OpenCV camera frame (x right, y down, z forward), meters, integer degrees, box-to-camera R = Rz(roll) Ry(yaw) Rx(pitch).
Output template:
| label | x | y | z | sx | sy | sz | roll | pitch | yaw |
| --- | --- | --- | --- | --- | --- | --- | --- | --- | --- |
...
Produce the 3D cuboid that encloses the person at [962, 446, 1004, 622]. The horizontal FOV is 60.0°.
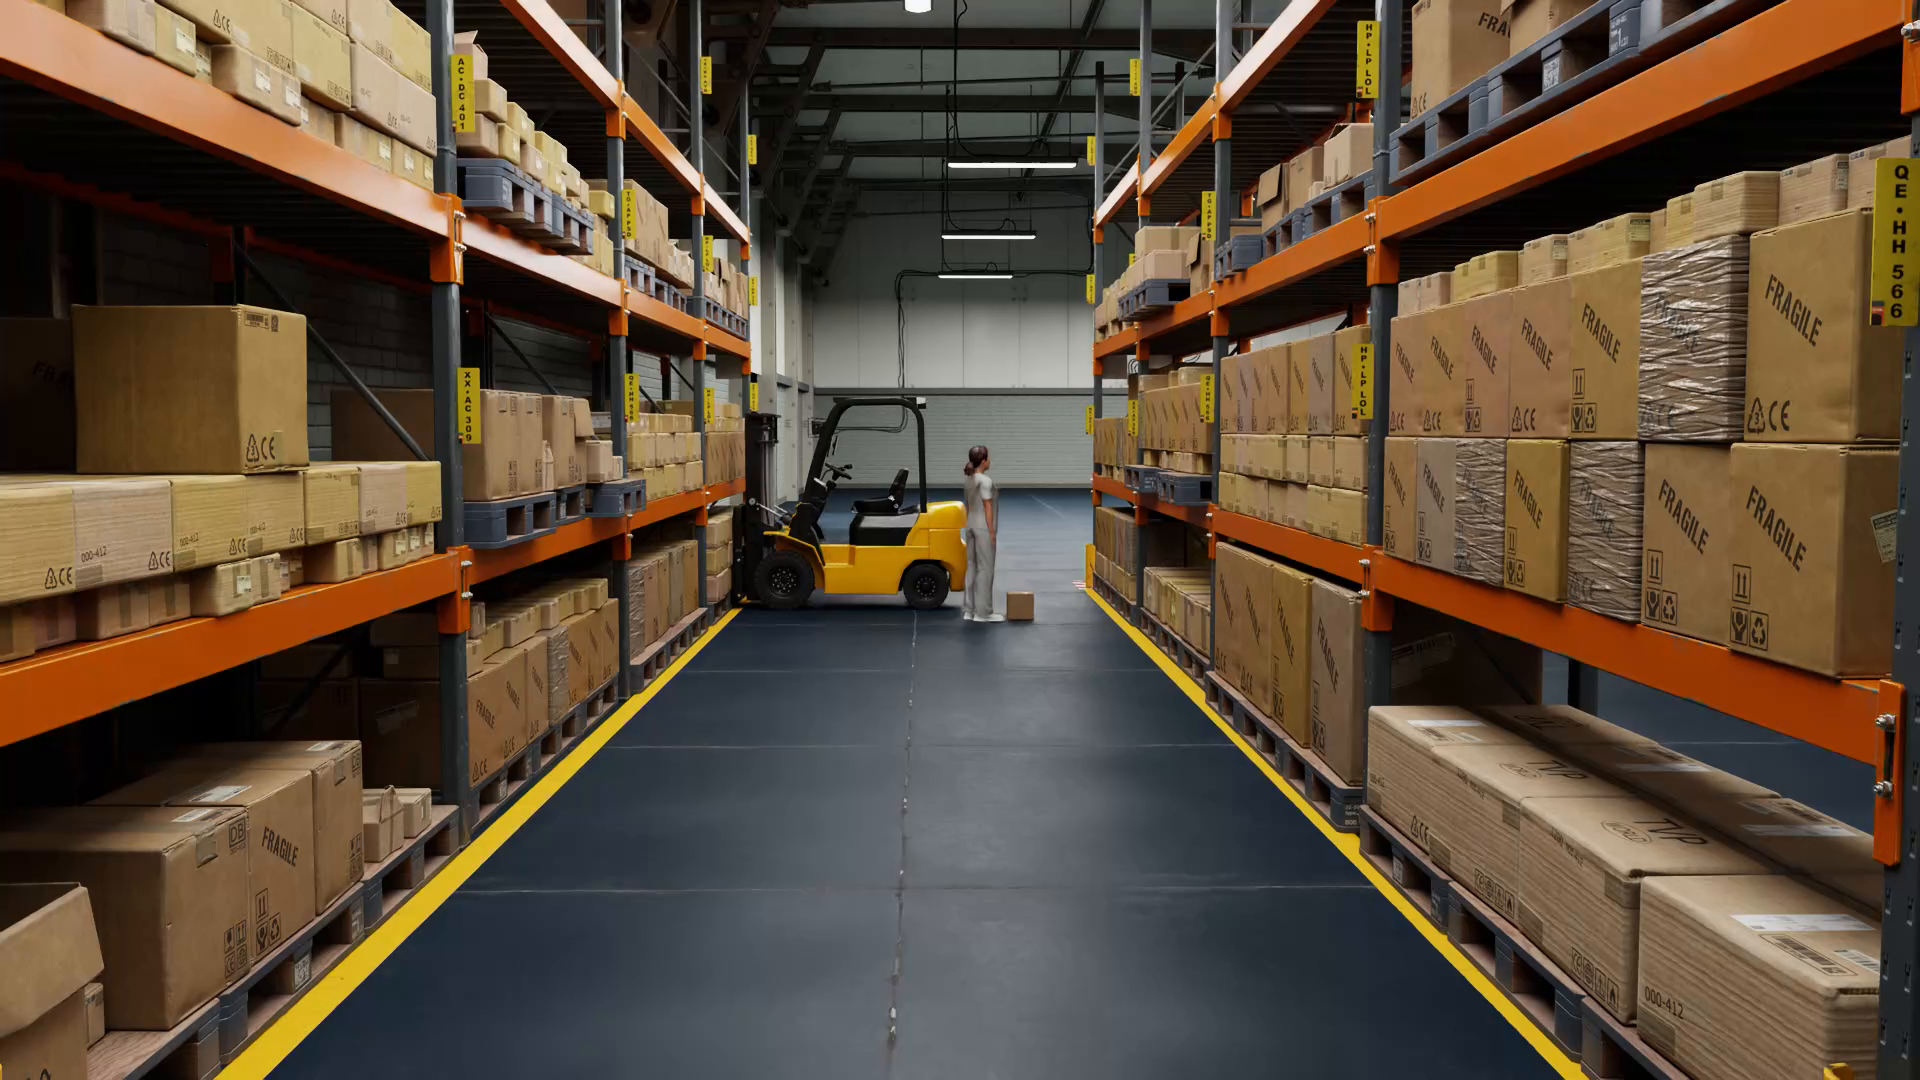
| label | x | y | z | sx | sy | sz | roll | pitch | yaw |
| --- | --- | --- | --- | --- | --- | --- | --- | --- | --- |
| person | 0.194 | -0.061 | 15.877 | 0.355 | 1.672 | 0.437 | -2 | 4 | -29 |
